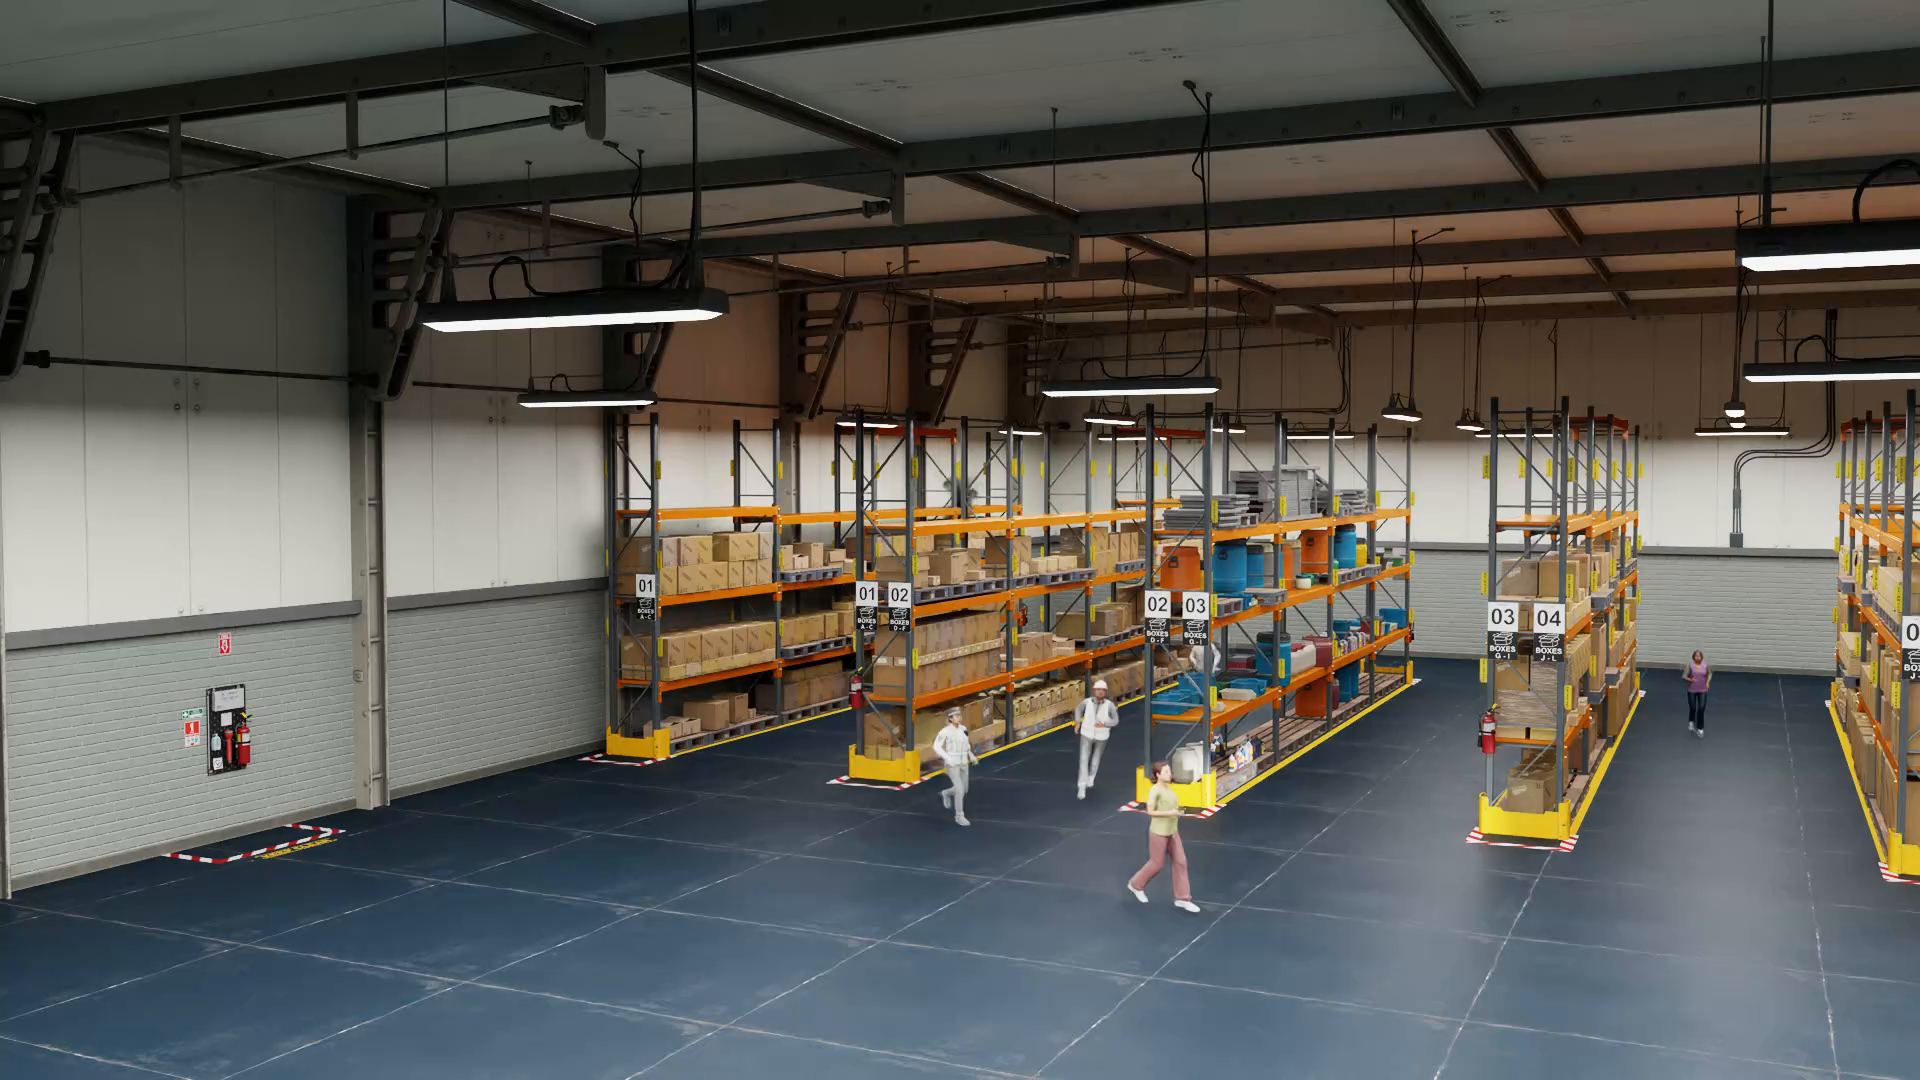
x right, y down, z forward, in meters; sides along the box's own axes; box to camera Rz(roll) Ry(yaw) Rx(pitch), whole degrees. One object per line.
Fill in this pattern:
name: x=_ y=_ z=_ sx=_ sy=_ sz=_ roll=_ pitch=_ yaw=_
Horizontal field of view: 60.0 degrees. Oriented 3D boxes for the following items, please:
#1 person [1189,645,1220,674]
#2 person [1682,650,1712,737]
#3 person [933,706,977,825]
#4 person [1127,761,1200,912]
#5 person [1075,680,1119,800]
person: x=5.067 y=2.704 z=34.635 sx=0.596 sy=1.664 sz=0.628 roll=1 pitch=3 yaw=21
person: x=13.856 y=2.857 z=31.249 sx=0.545 sy=1.580 sz=0.873 roll=1 pitch=2 yaw=16
person: x=-0.092 y=3.188 z=23.660 sx=0.618 sy=1.673 sz=0.677 roll=-2 pitch=3 yaw=-38
person: x=2.321 y=3.337 z=18.863 sx=0.877 sy=1.664 sz=0.580 roll=2 pitch=3 yaw=39
person: x=2.104 y=3.047 z=25.646 sx=0.683 sy=1.770 sz=0.925 roll=0 pitch=2 yaw=5
